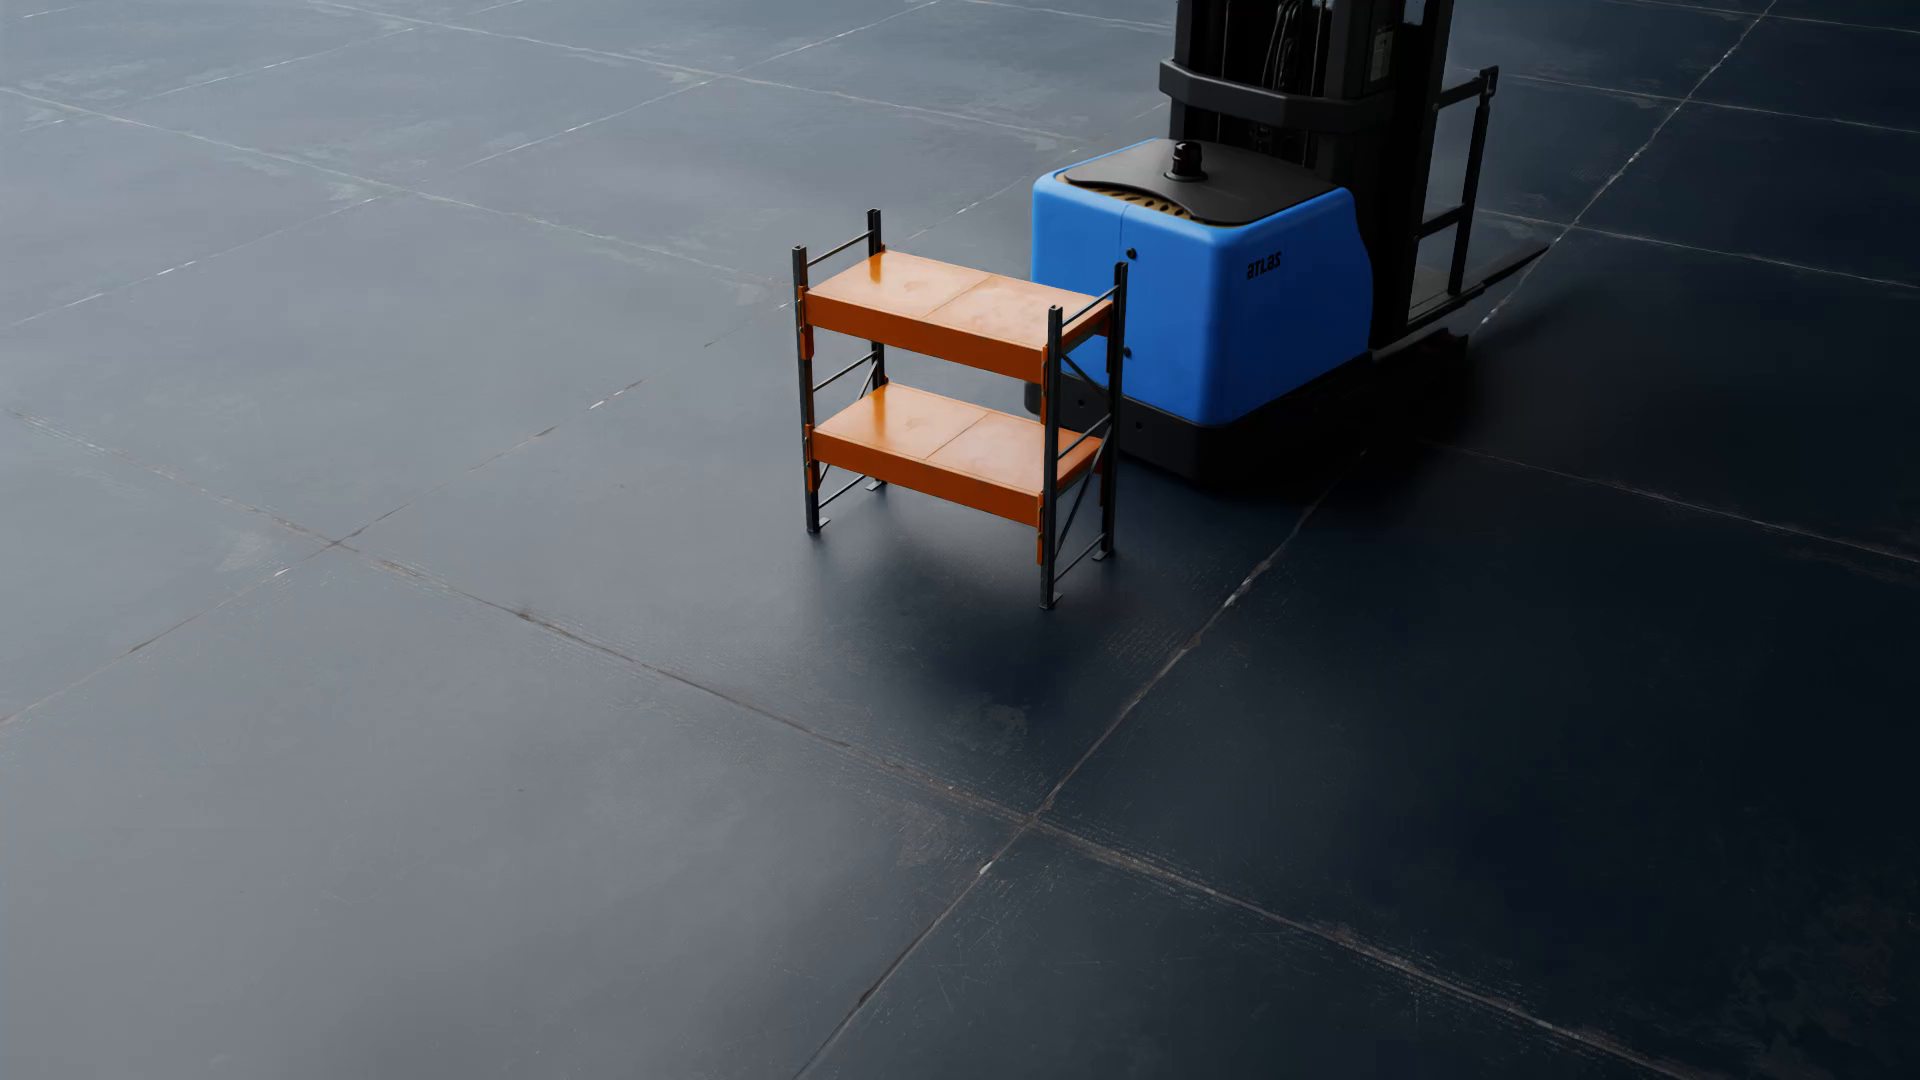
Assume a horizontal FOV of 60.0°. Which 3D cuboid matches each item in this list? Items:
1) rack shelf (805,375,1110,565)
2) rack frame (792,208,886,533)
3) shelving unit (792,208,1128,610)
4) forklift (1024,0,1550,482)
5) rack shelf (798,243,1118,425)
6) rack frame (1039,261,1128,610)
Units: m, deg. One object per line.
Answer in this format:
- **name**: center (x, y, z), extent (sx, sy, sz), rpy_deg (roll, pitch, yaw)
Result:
- **rack shelf**: center (-0.006, -0.276, 6.093), extent (1.000, 0.278, 0.538), rpy_deg (18, 35, 27)
- **rack frame**: center (-0.436, -0.624, 6.203), extent (0.032, 1.125, 0.500), rpy_deg (18, 35, 27)
- **shelving unit**: center (-0.006, -0.488, 5.970), extent (1.048, 1.125, 0.538), rpy_deg (18, 35, 27)
- **forklift**: center (1.666, -2.134, 7.000), extent (1.130, 2.935, 3.031), rpy_deg (26, 39, 37)
- **rack shelf**: center (-0.006, -0.740, 5.822), extent (1.000, 0.278, 0.538), rpy_deg (18, 35, 27)
- **rack frame**: center (0.425, -0.351, 5.736), extent (0.032, 1.125, 0.500), rpy_deg (18, 35, 27)
